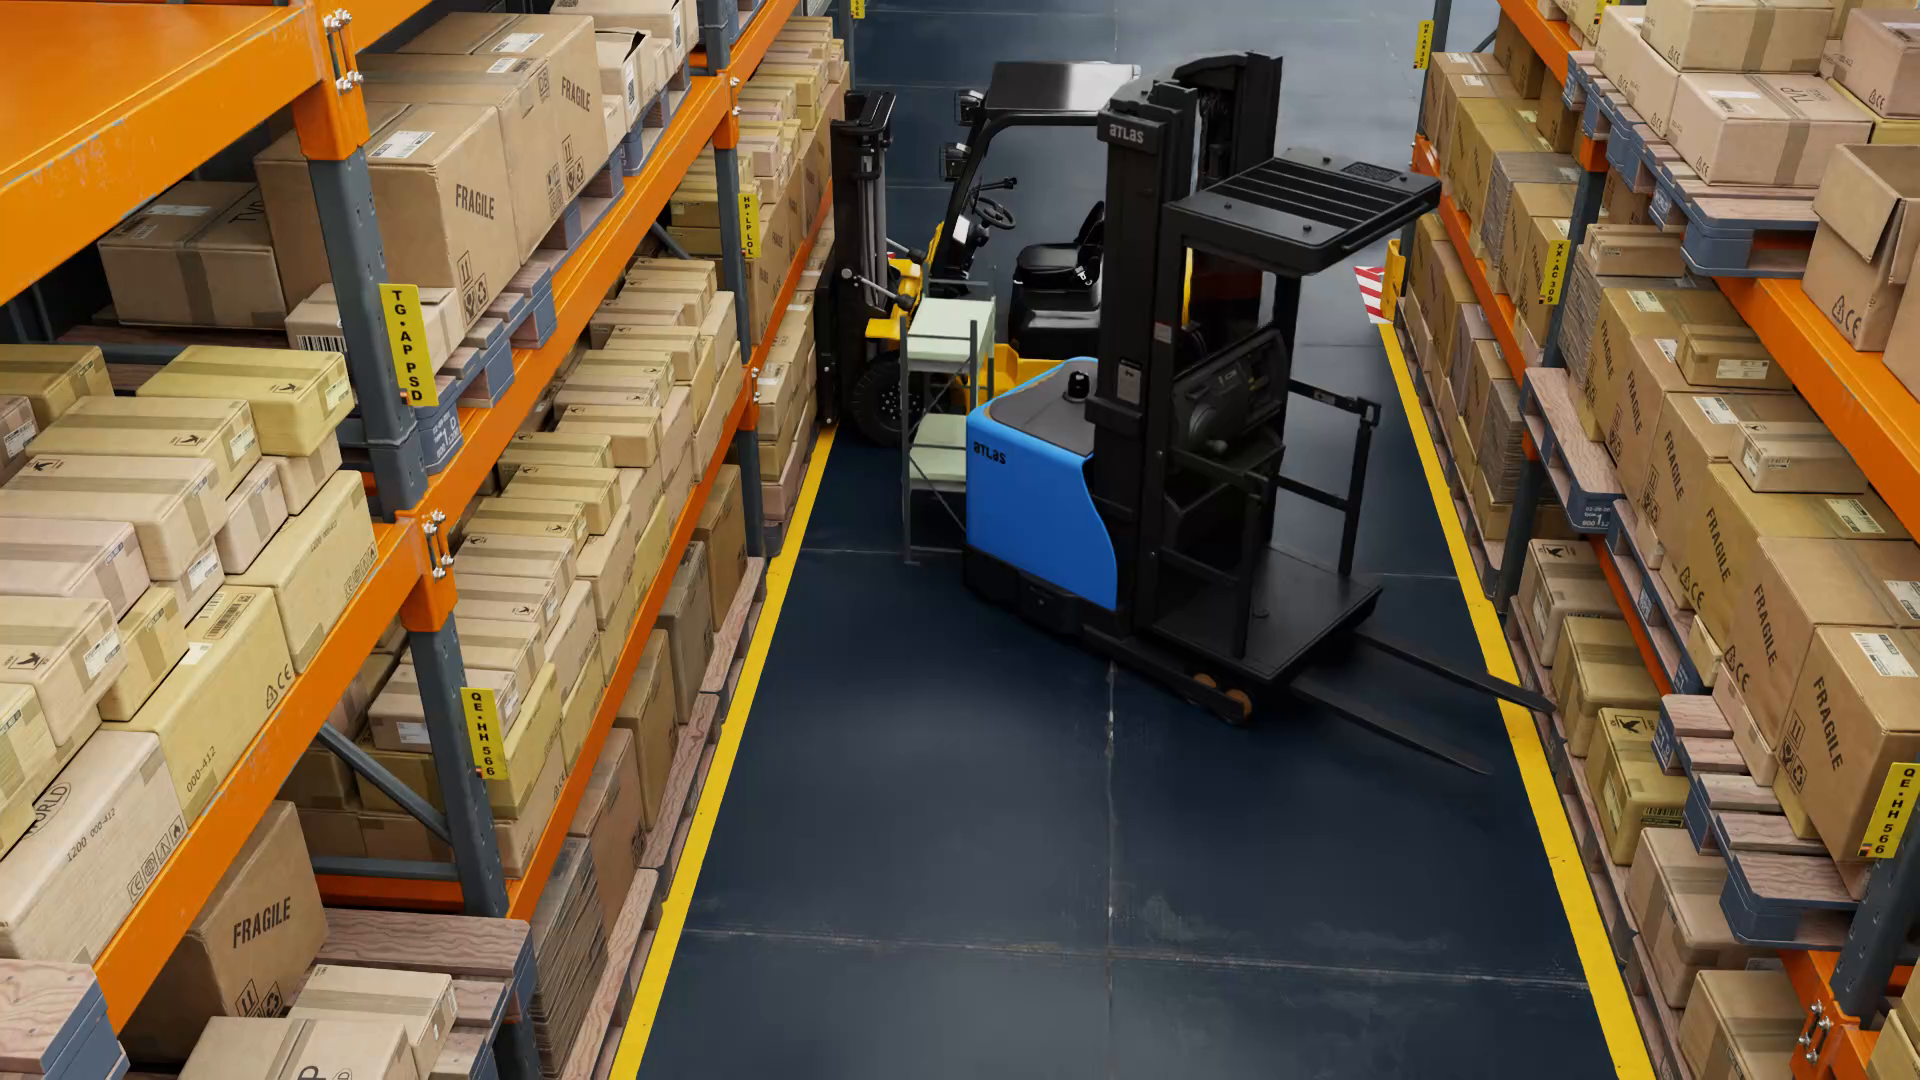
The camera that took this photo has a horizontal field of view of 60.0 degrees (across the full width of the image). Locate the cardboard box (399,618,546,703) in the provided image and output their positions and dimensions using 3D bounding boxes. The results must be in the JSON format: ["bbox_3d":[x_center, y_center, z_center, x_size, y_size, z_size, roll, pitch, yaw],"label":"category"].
[{"bbox_3d":[-1.559,0.383,5.336,0.380,0.149,0.250,3,32,5],"label":"cardboard box"}]

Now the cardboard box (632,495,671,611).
[{"bbox_3d":[-1.495,0.034,6.758,0.500,0.250,0.500,3,32,6],"label":"cardboard box"}]

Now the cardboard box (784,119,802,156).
[{"bbox_3d":[-1.140,-2.378,9.816,0.380,0.149,0.250,2,32,3],"label":"cardboard box"}]

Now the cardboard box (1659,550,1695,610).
[{"bbox_3d":[2.887,0.139,6.285,0.380,0.149,0.250,1,32,2],"label":"cardboard box"}]

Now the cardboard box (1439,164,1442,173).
[{"bbox_3d":[3.357,-2.434,10.860,0.380,0.149,0.250,1,32,2],"label":"cardboard box"}]

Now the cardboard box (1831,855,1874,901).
[{"bbox_3d":[2.840,0.952,4.965,0.380,0.149,0.250,4,32,6],"label":"cardboard box"}]

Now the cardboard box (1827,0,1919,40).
[{"bbox_3d":[3.454,-2.182,6.619,0.500,0.250,0.500,3,32,5],"label":"cardboard box"}]

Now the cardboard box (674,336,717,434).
[{"bbox_3d":[-1.394,-0.708,7.486,0.500,0.250,0.500,2,32,3],"label":"cardboard box"}]

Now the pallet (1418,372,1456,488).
[{"bbox_3d":[3.490,-0.691,10.451,1.003,0.211,1.213,2,32,4],"label":"pallet"}]

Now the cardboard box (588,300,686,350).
[{"bbox_3d":[-1.456,-0.965,7.524,0.380,0.149,0.250,2,32,4],"label":"cardboard box"}]

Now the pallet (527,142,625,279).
[{"bbox_3d":[-1.845,-1.145,5.849,1.003,0.211,1.213,4,32,6],"label":"pallet"}]

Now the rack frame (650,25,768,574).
[{"bbox_3d":[-1.574,-1.096,8.450,1.000,3.000,0.127,2,32,4],"label":"rack frame"}]

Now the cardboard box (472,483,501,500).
[{"bbox_3d":[-2.008,-0.192,6.649,0.500,0.250,0.500,2,32,3],"label":"cardboard box"}]

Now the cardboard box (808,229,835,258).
[{"bbox_3d":[-1.042,-1.836,10.918,0.500,0.250,0.500,3,32,5],"label":"cardboard box"}]

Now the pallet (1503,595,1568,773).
[{"bbox_3d":[3.312,0.708,8.180,1.003,0.211,1.213,2,32,4],"label":"pallet"}]

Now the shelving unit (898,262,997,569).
[{"bbox_3d":[-0.060,-0.685,9.212,0.431,1.500,0.755,4,32,7],"label":"shelving unit"}]

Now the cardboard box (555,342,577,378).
[{"bbox_3d":[-1.912,-0.837,7.316,0.380,0.149,0.250,2,32,4],"label":"cardboard box"}]

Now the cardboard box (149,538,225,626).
[{"bbox_3d":[-1.776,0.079,3.446,0.380,0.149,0.250,3,32,5],"label":"cardboard box"}]

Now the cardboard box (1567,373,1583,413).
[{"bbox_3d":[3.014,-0.682,7.617,0.380,0.149,0.250,3,32,5],"label":"cardboard box"}]

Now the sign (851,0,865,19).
[{"bbox_3d":[-0.708,-3.751,11.428,0.100,0.325,0.005,2,32,4],"label":"sign"}]

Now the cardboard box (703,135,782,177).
[{"bbox_3d":[-1.186,-2.100,9.082,0.380,0.149,0.250,3,32,5],"label":"cardboard box"}]

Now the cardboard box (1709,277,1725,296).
[{"bbox_3d":[3.565,-0.982,7.486,0.500,0.500,0.500,2,32,3],"label":"cardboard box"}]

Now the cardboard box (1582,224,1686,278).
[{"bbox_3d":[2.983,-1.279,7.349,0.380,0.149,0.250,2,32,4],"label":"cardboard box"}]

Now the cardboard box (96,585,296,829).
[{"bbox_3d":[-1.739,0.324,3.429,0.500,0.250,0.500,3,32,4],"label":"cardboard box"}]

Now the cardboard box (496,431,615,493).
[{"bbox_3d":[-1.560,-0.293,6.432,0.380,0.149,0.250,2,32,4],"label":"cardboard box"}]

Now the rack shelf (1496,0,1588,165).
[{"bbox_3d":[3.537,-2.902,9.207,1.077,0.370,4.000,2,32,4],"label":"rack shelf"}]

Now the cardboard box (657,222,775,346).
[{"bbox_3d":[-1.277,-1.359,8.782,0.500,0.500,0.500,2,32,3],"label":"cardboard box"}]

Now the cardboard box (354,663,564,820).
[{"bbox_3d":[-1.595,0.626,5.322,0.500,0.250,0.500,2,32,4],"label":"cardboard box"}]

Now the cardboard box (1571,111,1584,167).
[{"bbox_3d":[3.757,-2.229,8.956,0.700,0.500,0.500,2,32,3],"label":"cardboard box"}]

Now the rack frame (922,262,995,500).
[{"bbox_3d":[-0.008,-0.875,9.521,0.400,1.500,0.023,4,32,7],"label":"rack frame"}]

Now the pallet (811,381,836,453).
[{"bbox_3d":[-1.371,-0.963,10.891,1.003,0.211,1.213,2,32,4],"label":"pallet"}]

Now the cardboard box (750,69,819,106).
[{"bbox_3d":[-1.071,-2.765,10.161,0.380,0.149,0.250,3,32,5],"label":"cardboard box"}]

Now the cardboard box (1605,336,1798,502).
[{"bbox_3d":[2.956,-0.481,6.673,0.500,0.500,0.500,2,32,4],"label":"cardboard box"}]

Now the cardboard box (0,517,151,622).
[{"bbox_3d":[-1.793,0.084,3.155,0.380,0.149,0.250,2,32,3],"label":"cardboard box"}]

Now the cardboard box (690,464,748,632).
[{"bbox_3d":[-1.605,0.010,8.519,0.875,0.625,0.625,4,32,6],"label":"cardboard box"}]

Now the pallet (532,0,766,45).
[{"bbox_3d":[-1.530,-2.782,8.411,1.003,0.211,1.213,2,32,4],"label":"pallet"}]

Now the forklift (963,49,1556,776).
[{"bbox_3d":[1.452,-0.666,7.817,3.031,2.935,1.130,25,39,34],"label":"forklift"}]

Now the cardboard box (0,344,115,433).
[{"bbox_3d":[-2.205,-0.333,3.832,0.380,0.149,0.250,1,32,2],"label":"cardboard box"}]

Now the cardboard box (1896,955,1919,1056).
[{"bbox_3d":[2.761,1.311,4.210,0.500,0.250,0.500,2,32,4],"label":"cardboard box"}]

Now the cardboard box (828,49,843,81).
[{"bbox_3d":[-0.988,-3.178,11.115,0.380,0.149,0.250,3,32,5],"label":"cardboard box"}]

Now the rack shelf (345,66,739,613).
[{"bbox_3d":[-1.737,-1.021,6.154,1.077,0.370,4.000,2,32,4],"label":"rack shelf"}]

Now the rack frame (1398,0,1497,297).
[{"bbox_3d":[3.699,-2.977,11.503,1.000,3.000,0.127,2,32,4],"label":"rack frame"}]

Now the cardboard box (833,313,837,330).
[{"bbox_3d":[-1.049,-1.608,11.025,0.500,0.250,0.500,2,32,3],"label":"cardboard box"}]

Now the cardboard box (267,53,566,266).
[{"bbox_3d":[-1.656,-1.182,5.139,0.700,0.500,0.500,2,32,3],"label":"cardboard box"}]

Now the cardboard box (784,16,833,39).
[{"bbox_3d":[-1.067,-3.437,11.251,0.380,0.149,0.250,3,32,4],"label":"cardboard box"}]

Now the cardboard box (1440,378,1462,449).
[{"bbox_3d":[3.233,-0.759,10.124,0.500,0.250,0.500,3,32,5],"label":"cardboard box"}]

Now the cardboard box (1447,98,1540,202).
[{"bbox_3d":[3.305,-2.373,10.144,0.500,0.500,0.500,2,32,3],"label":"cardboard box"}]

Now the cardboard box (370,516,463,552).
[{"bbox_3d":[-2.034,-0.041,6.024,0.380,0.149,0.250,2,32,4],"label":"cardboard box"}]

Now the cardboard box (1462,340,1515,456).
[{"bbox_3d":[3.194,-0.800,9.475,0.500,0.500,0.500,3,32,5],"label":"cardboard box"}]

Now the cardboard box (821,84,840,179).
[{"bbox_3d":[-1.078,-2.691,10.942,0.500,0.500,0.500,3,32,6],"label":"cardboard box"}]

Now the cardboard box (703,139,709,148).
[{"bbox_3d":[-1.679,-2.400,9.851,0.380,0.149,0.250,1,32,2],"label":"cardboard box"}]

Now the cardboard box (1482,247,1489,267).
[{"bbox_3d":[3.226,-1.624,9.546,0.380,0.149,0.250,2,32,3],"label":"cardboard box"}]

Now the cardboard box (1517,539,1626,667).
[{"bbox_3d":[3.334,0.328,8.243,0.950,0.372,0.625,3,32,5],"label":"cardboard box"}]

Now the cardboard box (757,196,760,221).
[{"bbox_3d":[-1.266,-1.706,8.725,0.380,0.149,0.250,3,32,5],"label":"cardboard box"}]

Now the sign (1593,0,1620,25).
[{"bbox_3d":[2.832,-2.402,7.217,0.100,0.325,0.005,2,32,4],"label":"sign"}]

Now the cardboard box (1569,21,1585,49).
[{"bbox_3d":[3.200,-2.497,8.103,0.380,0.149,0.250,3,32,4],"label":"cardboard box"}]

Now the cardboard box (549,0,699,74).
[{"bbox_3d":[-1.390,-2.167,6.919,0.500,0.311,0.500,1,32,2],"label":"cardboard box"}]
